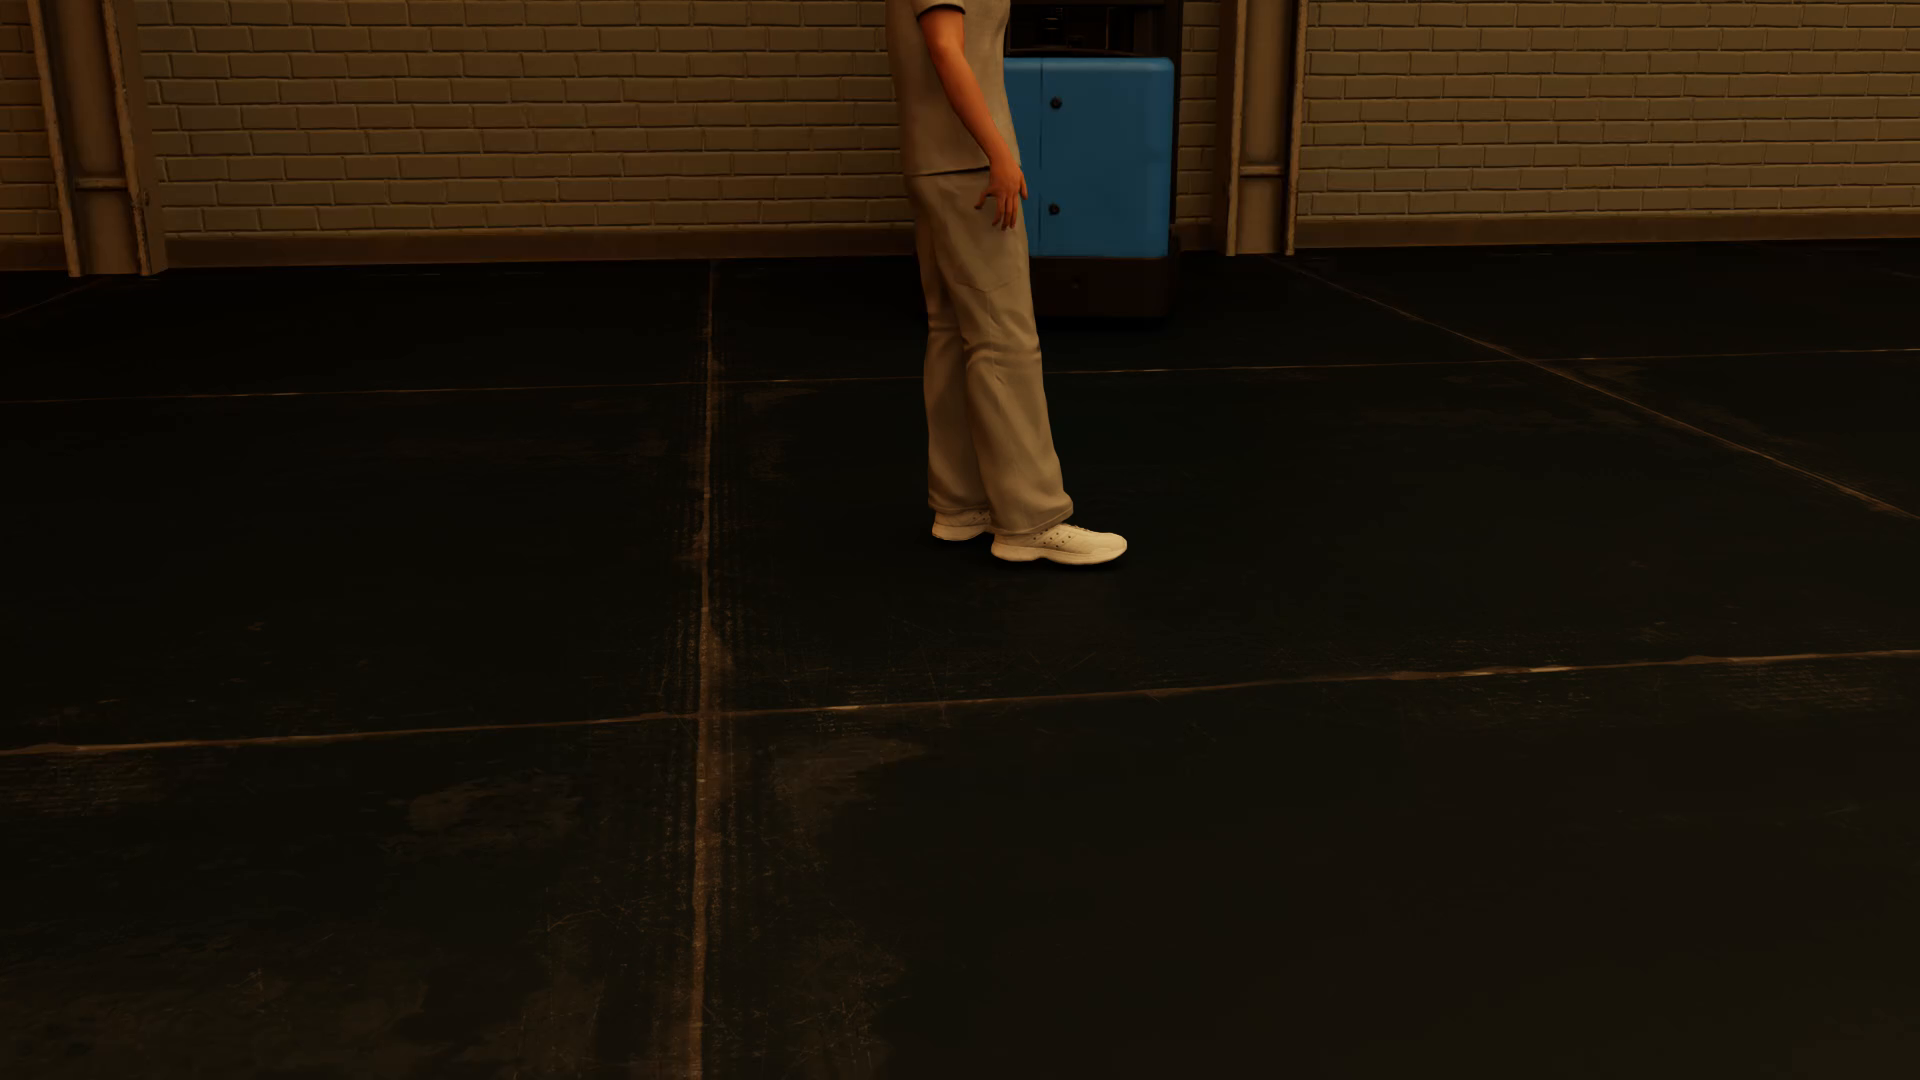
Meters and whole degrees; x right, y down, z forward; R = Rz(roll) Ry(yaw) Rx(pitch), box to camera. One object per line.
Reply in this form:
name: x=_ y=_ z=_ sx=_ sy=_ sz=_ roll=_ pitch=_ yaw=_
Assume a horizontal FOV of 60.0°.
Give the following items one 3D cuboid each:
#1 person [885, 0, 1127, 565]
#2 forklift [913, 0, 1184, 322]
person: x=0.075 y=-0.809 z=3.719 sx=0.549 sy=1.675 sz=0.549 roll=-2 pitch=17 yaw=-8
forklift: x=0.502 y=-2.671 z=7.751 sx=1.130 sy=2.935 sz=3.031 roll=2 pitch=17 yaw=7
